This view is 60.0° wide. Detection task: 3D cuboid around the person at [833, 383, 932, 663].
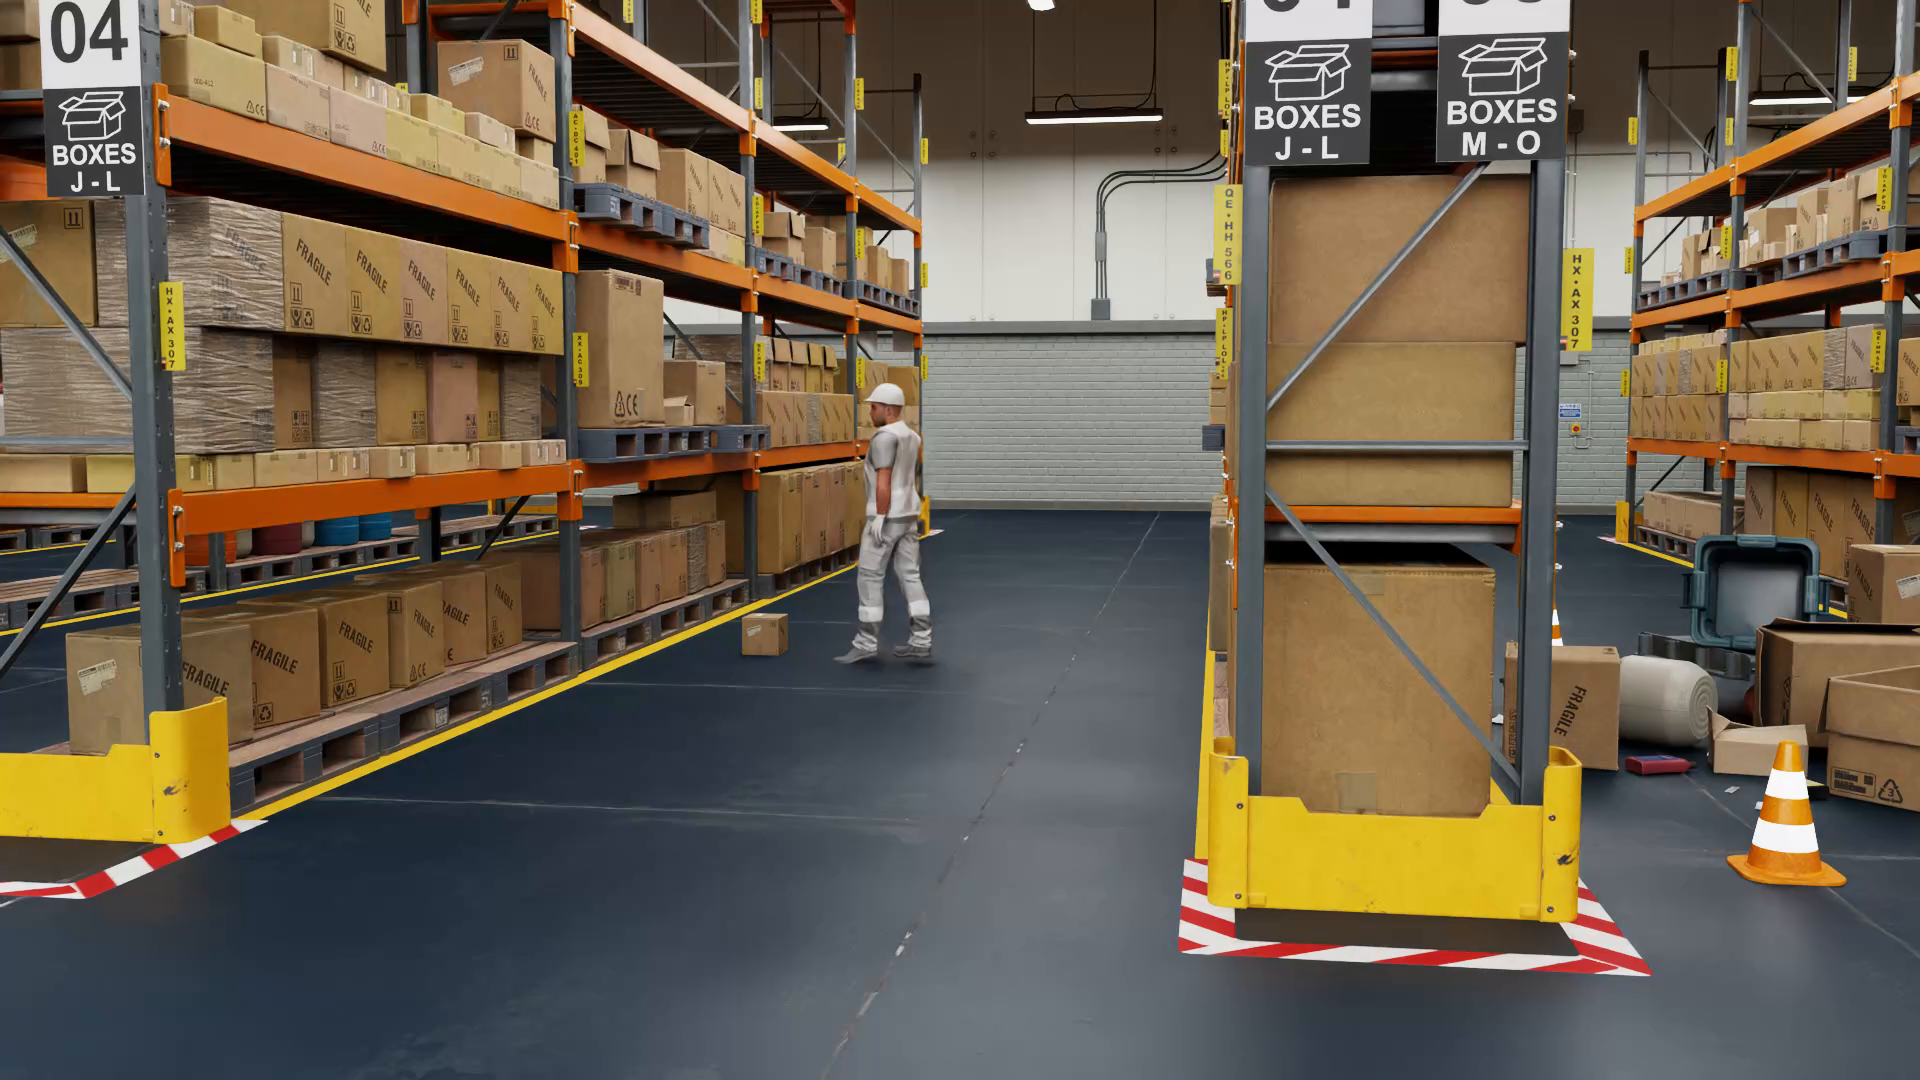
[{"bbox_3d":[-0.457,-0.101,10.783,0.609,1.821,0.577,3,5,30],"label":"person"}]
